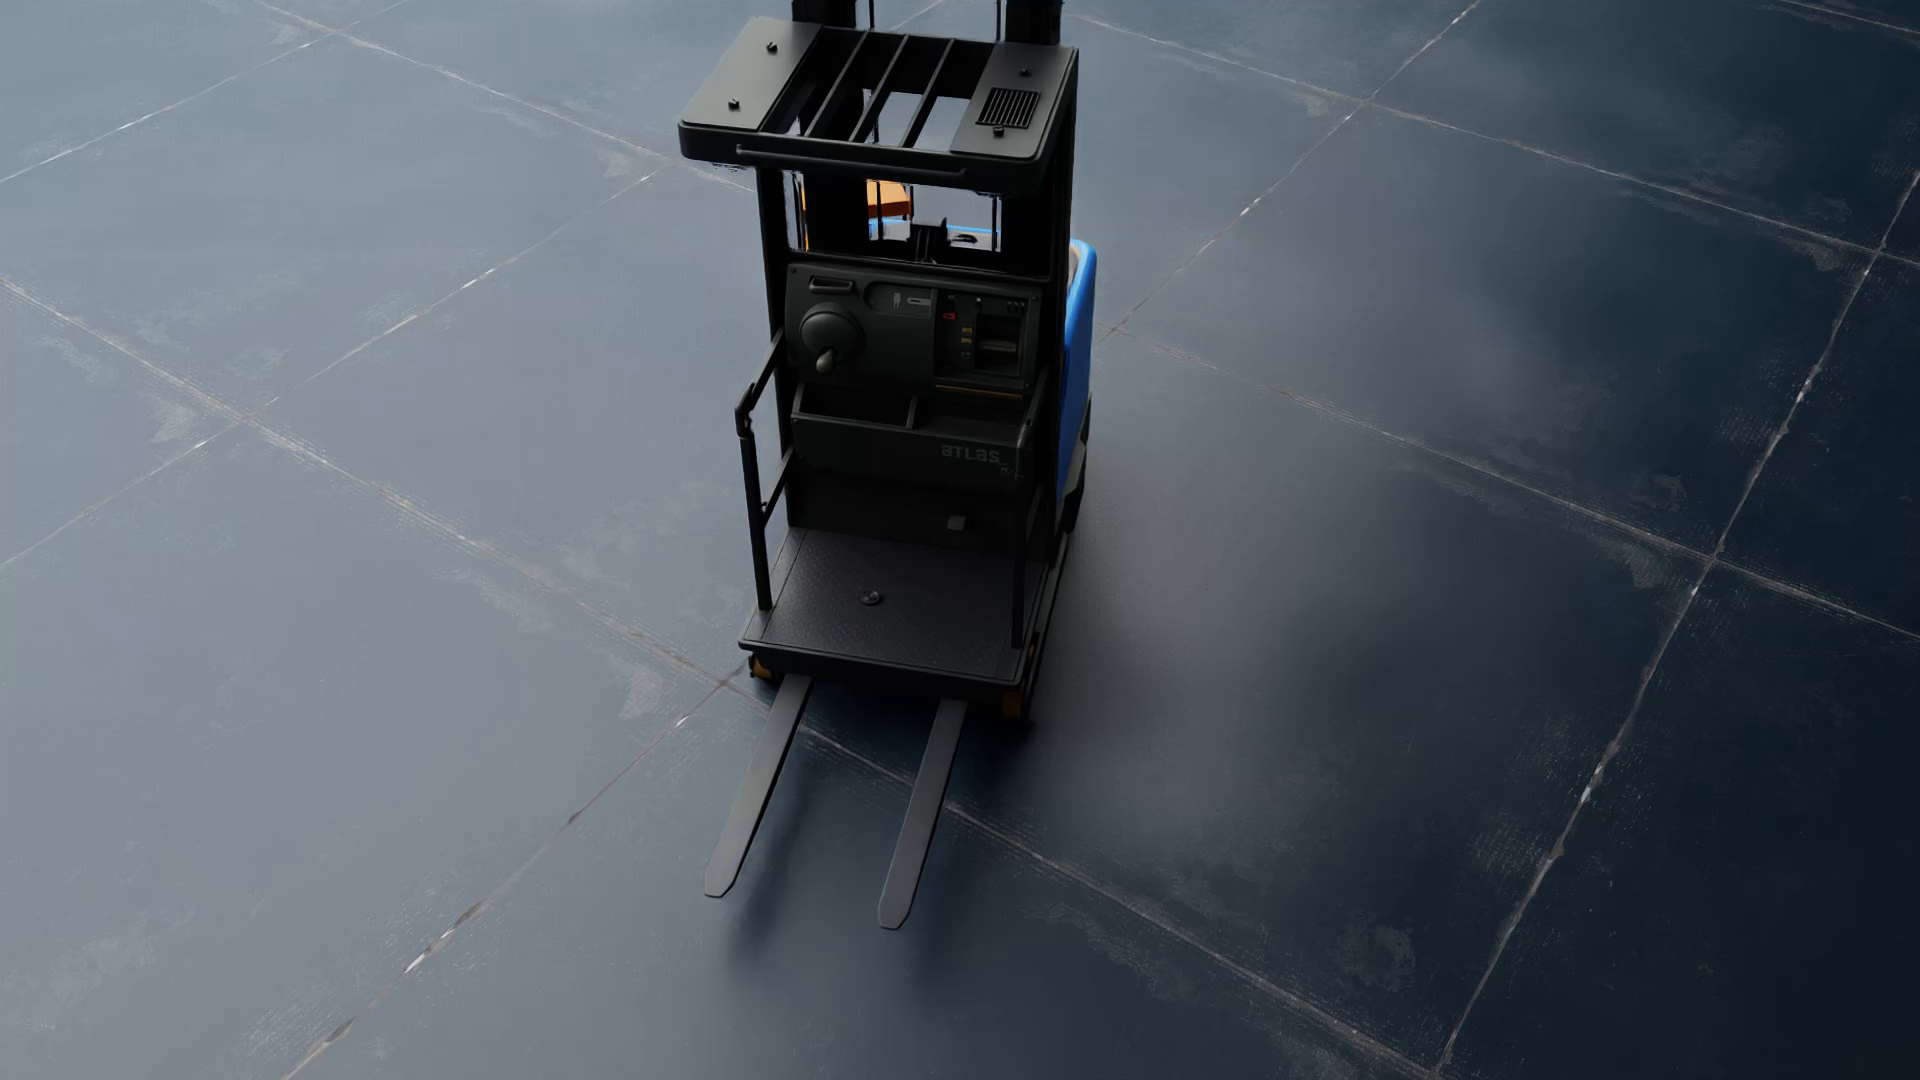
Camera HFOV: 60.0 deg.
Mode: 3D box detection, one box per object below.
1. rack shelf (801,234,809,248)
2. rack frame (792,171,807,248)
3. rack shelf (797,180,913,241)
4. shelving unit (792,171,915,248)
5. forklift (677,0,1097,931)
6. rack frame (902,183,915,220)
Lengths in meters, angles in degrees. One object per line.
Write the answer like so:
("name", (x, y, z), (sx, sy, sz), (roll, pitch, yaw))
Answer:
("rack shelf", (-0.466, -1.291, 7.544), (0.480, 0.148, 0.258), (-8, 37, -9))
("rack frame", (-0.702, -1.132, 7.599), (0.015, 1.200, 0.240), (-8, 37, -9))
("rack shelf", (-0.471, -1.481, 7.402), (0.480, 0.148, 0.258), (-8, 37, -9))
("shelving unit", (-0.464, -1.166, 7.638), (0.503, 1.200, 0.258), (-8, 37, -9))
("forklift", (-0.214, -0.674, 5.806), (1.130, 2.935, 3.031), (8, 42, 9))
("rack frame", (-0.225, -1.201, 7.677), (0.015, 1.200, 0.240), (-8, 37, -9))
